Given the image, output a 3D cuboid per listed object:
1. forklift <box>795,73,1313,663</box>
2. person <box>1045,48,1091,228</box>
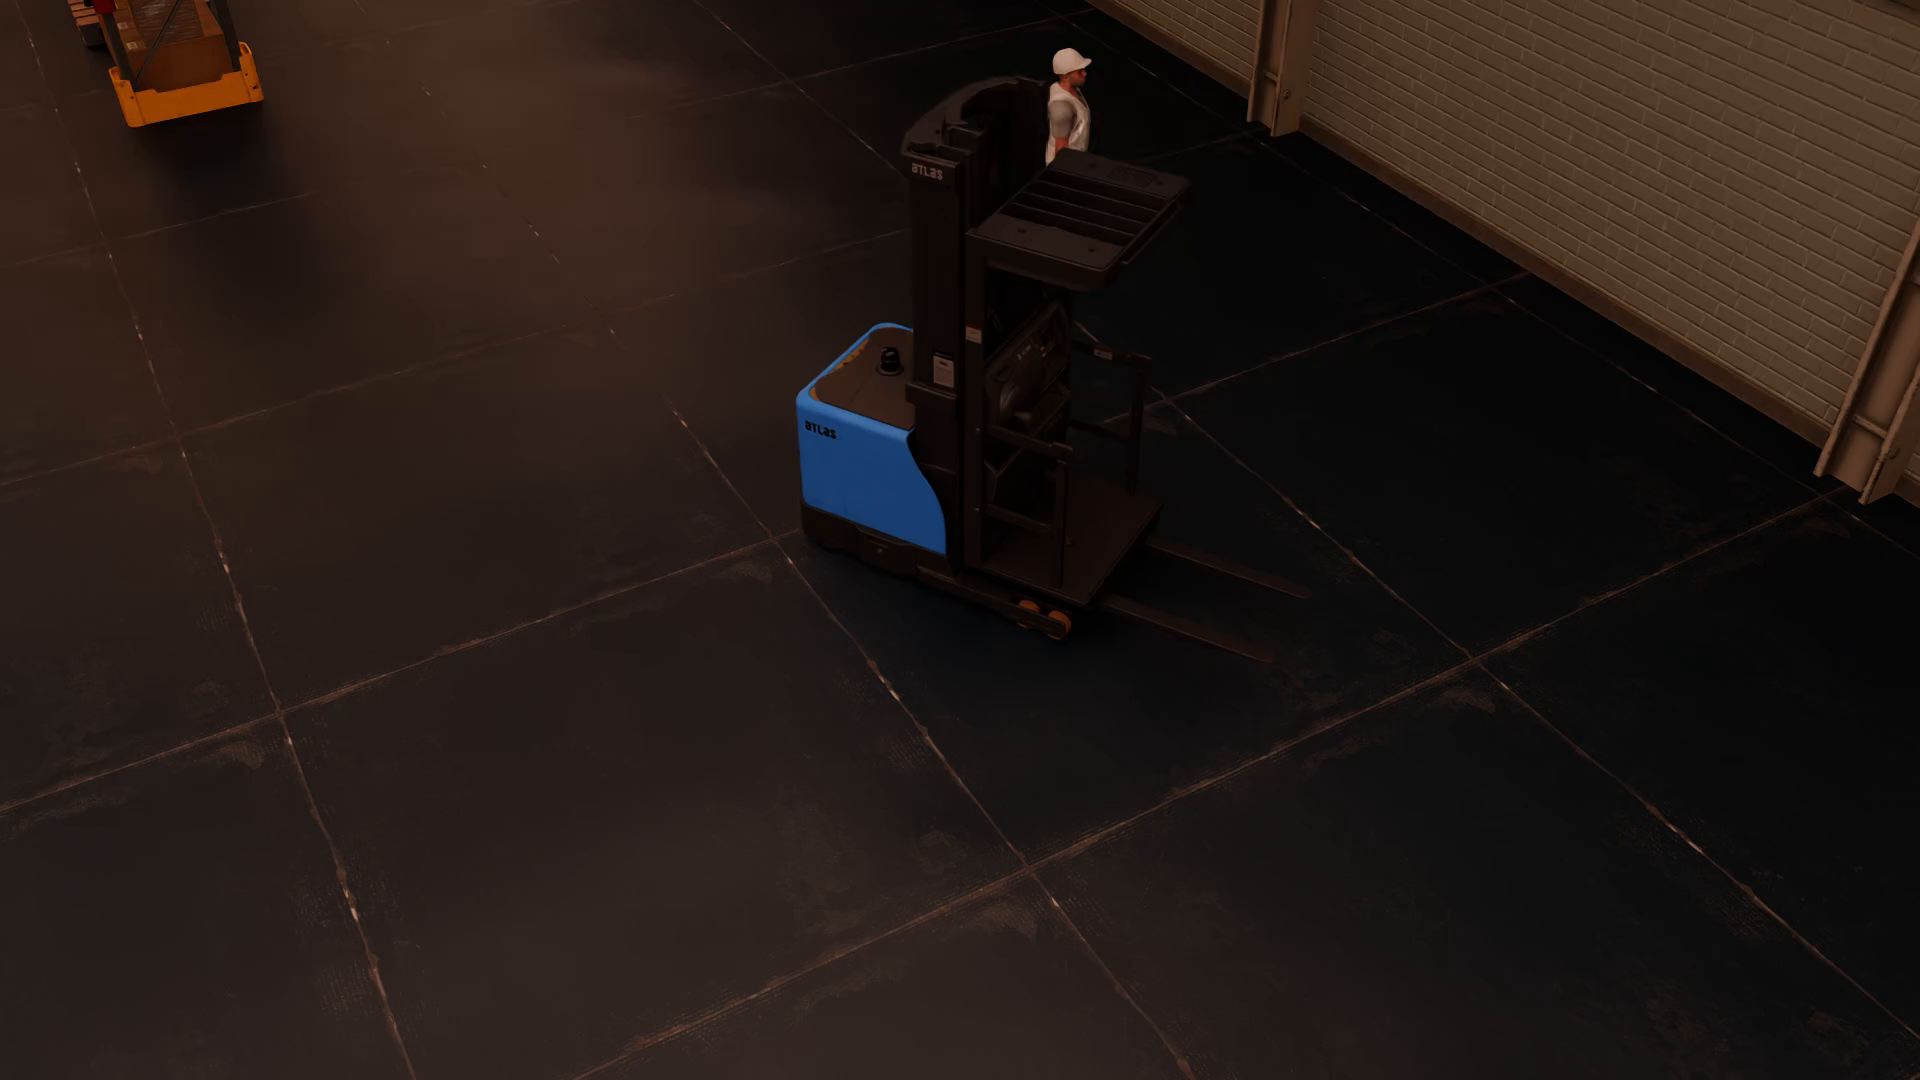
[{"bbox_3d":[0.560,-0.941,9.171,3.031,2.935,1.130,20,44,22],"label":"forklift"},{"bbox_3d":[0.808,-2.759,12.258,0.367,1.795,0.525,3,40,3],"label":"person"}]
